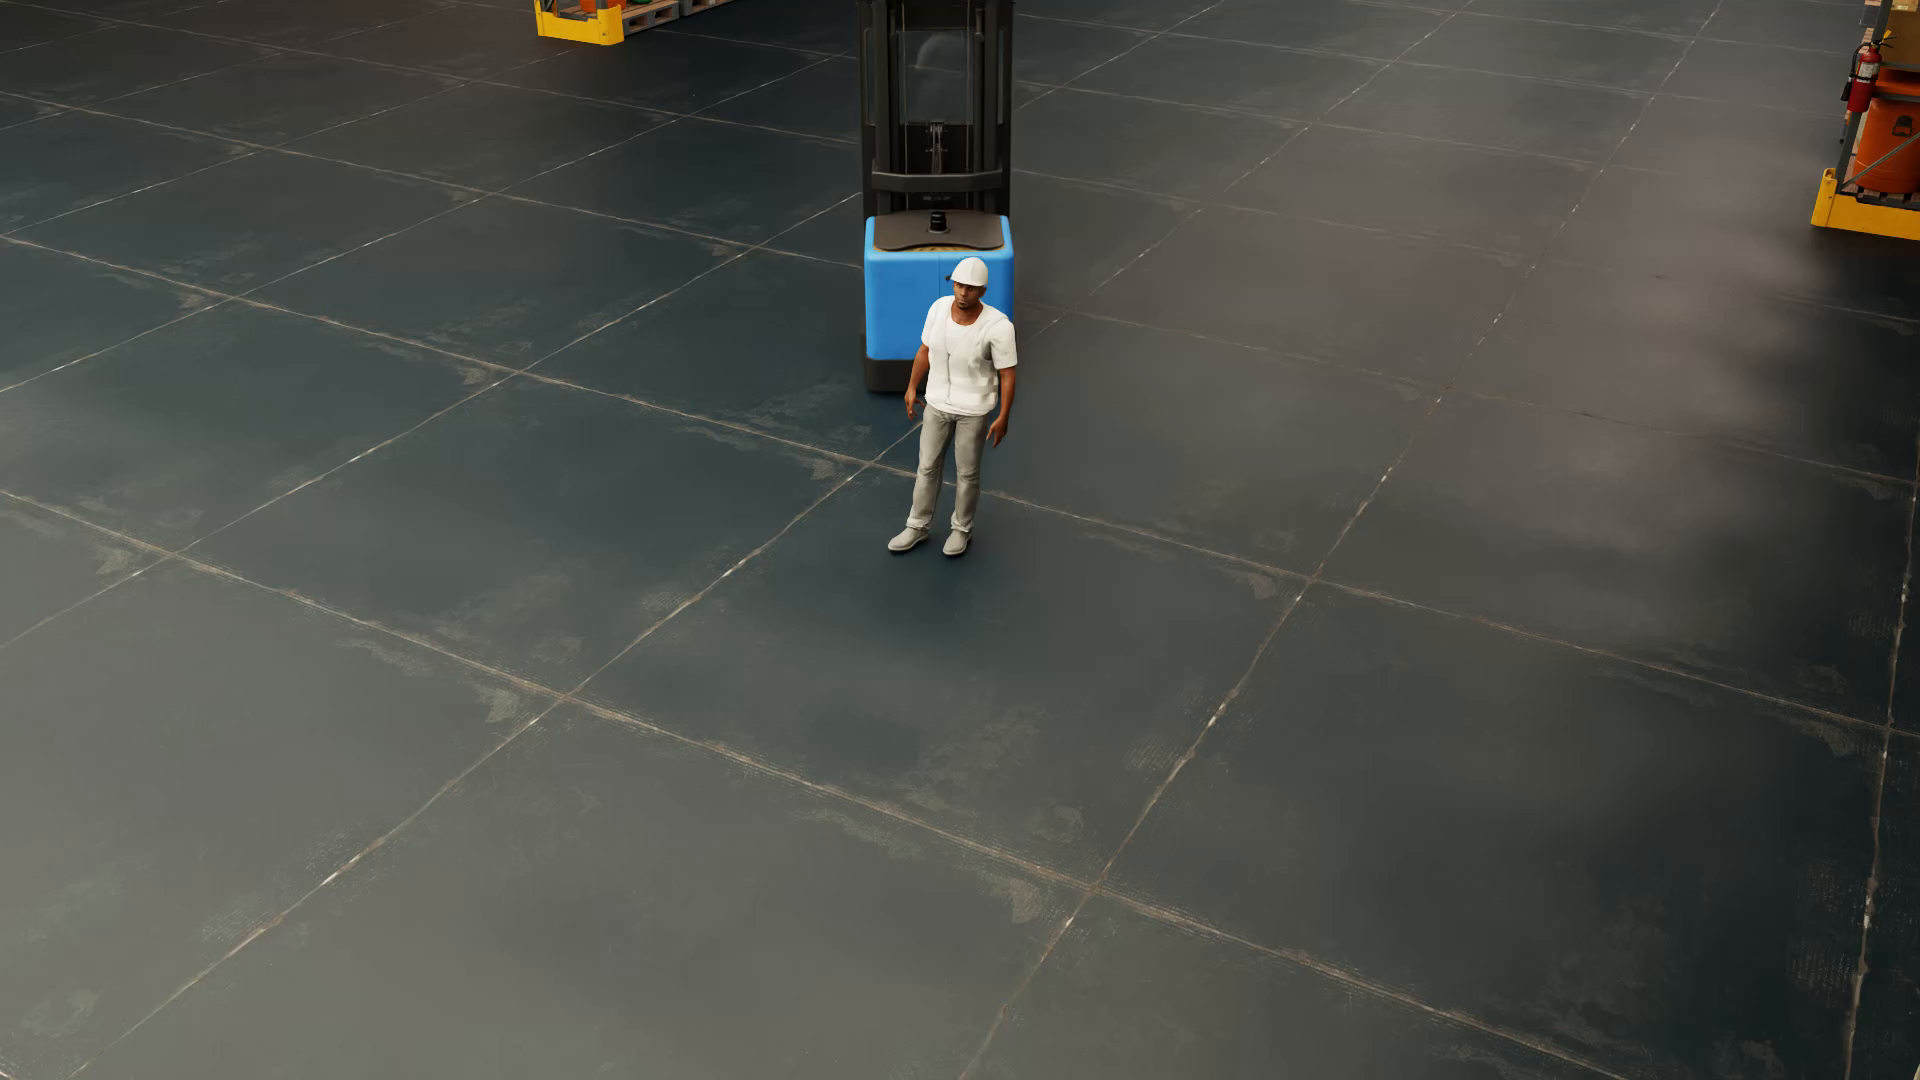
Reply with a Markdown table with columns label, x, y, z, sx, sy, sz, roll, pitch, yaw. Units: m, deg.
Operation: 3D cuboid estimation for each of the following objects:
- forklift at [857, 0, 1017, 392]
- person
| label | x | y | z | sx | sy | sz | roll | pitch | yaw |
| --- | --- | --- | --- | --- | --- | --- | --- | --- | --- |
| forklift | -0.182 | -3.010 | 12.286 | 1.130 | 2.935 | 3.031 | -1 | 30 | -1 |
| person | -0.038 | -0.741 | 9.507 | 0.666 | 1.768 | 0.575 | 15 | 33 | 25 |
